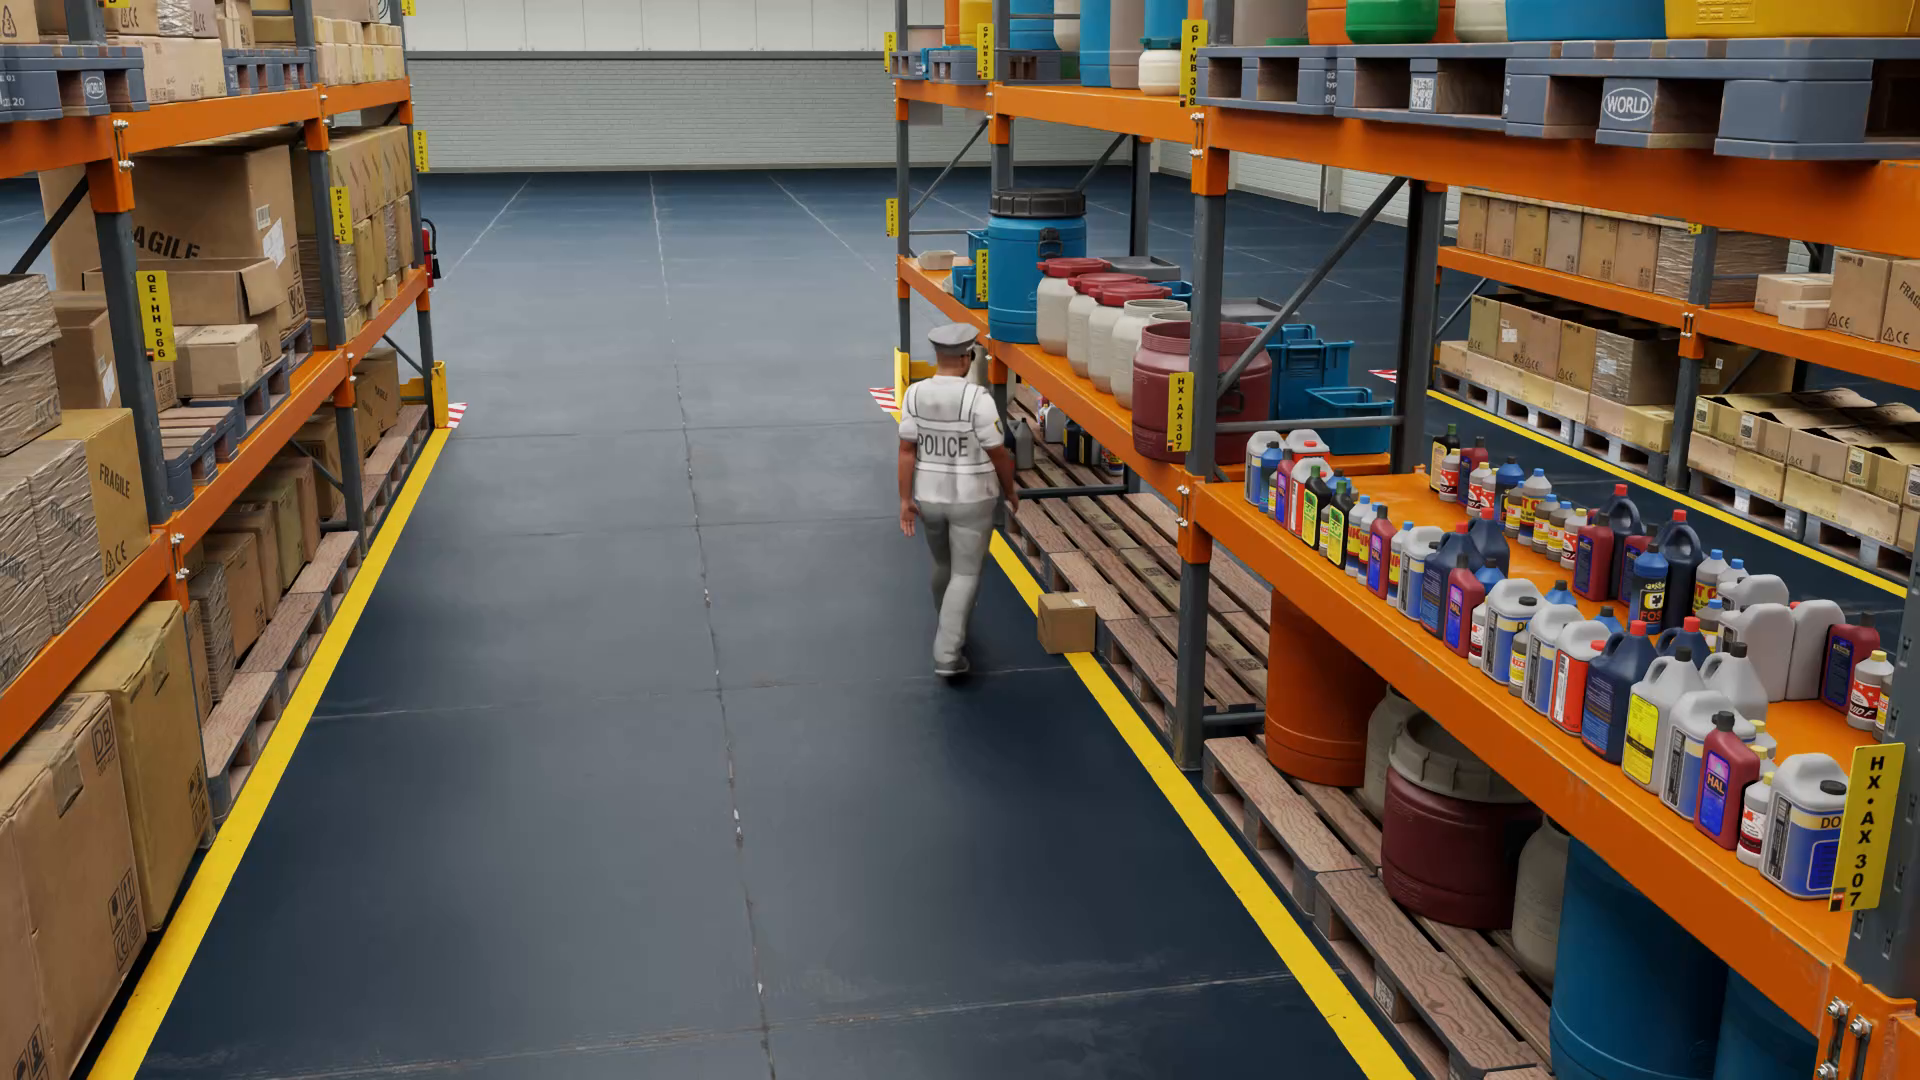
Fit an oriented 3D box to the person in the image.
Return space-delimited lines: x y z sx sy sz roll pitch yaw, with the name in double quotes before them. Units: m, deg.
"person" 0.002 -0.245 8.385 0.614 1.715 0.929 11 20 34
